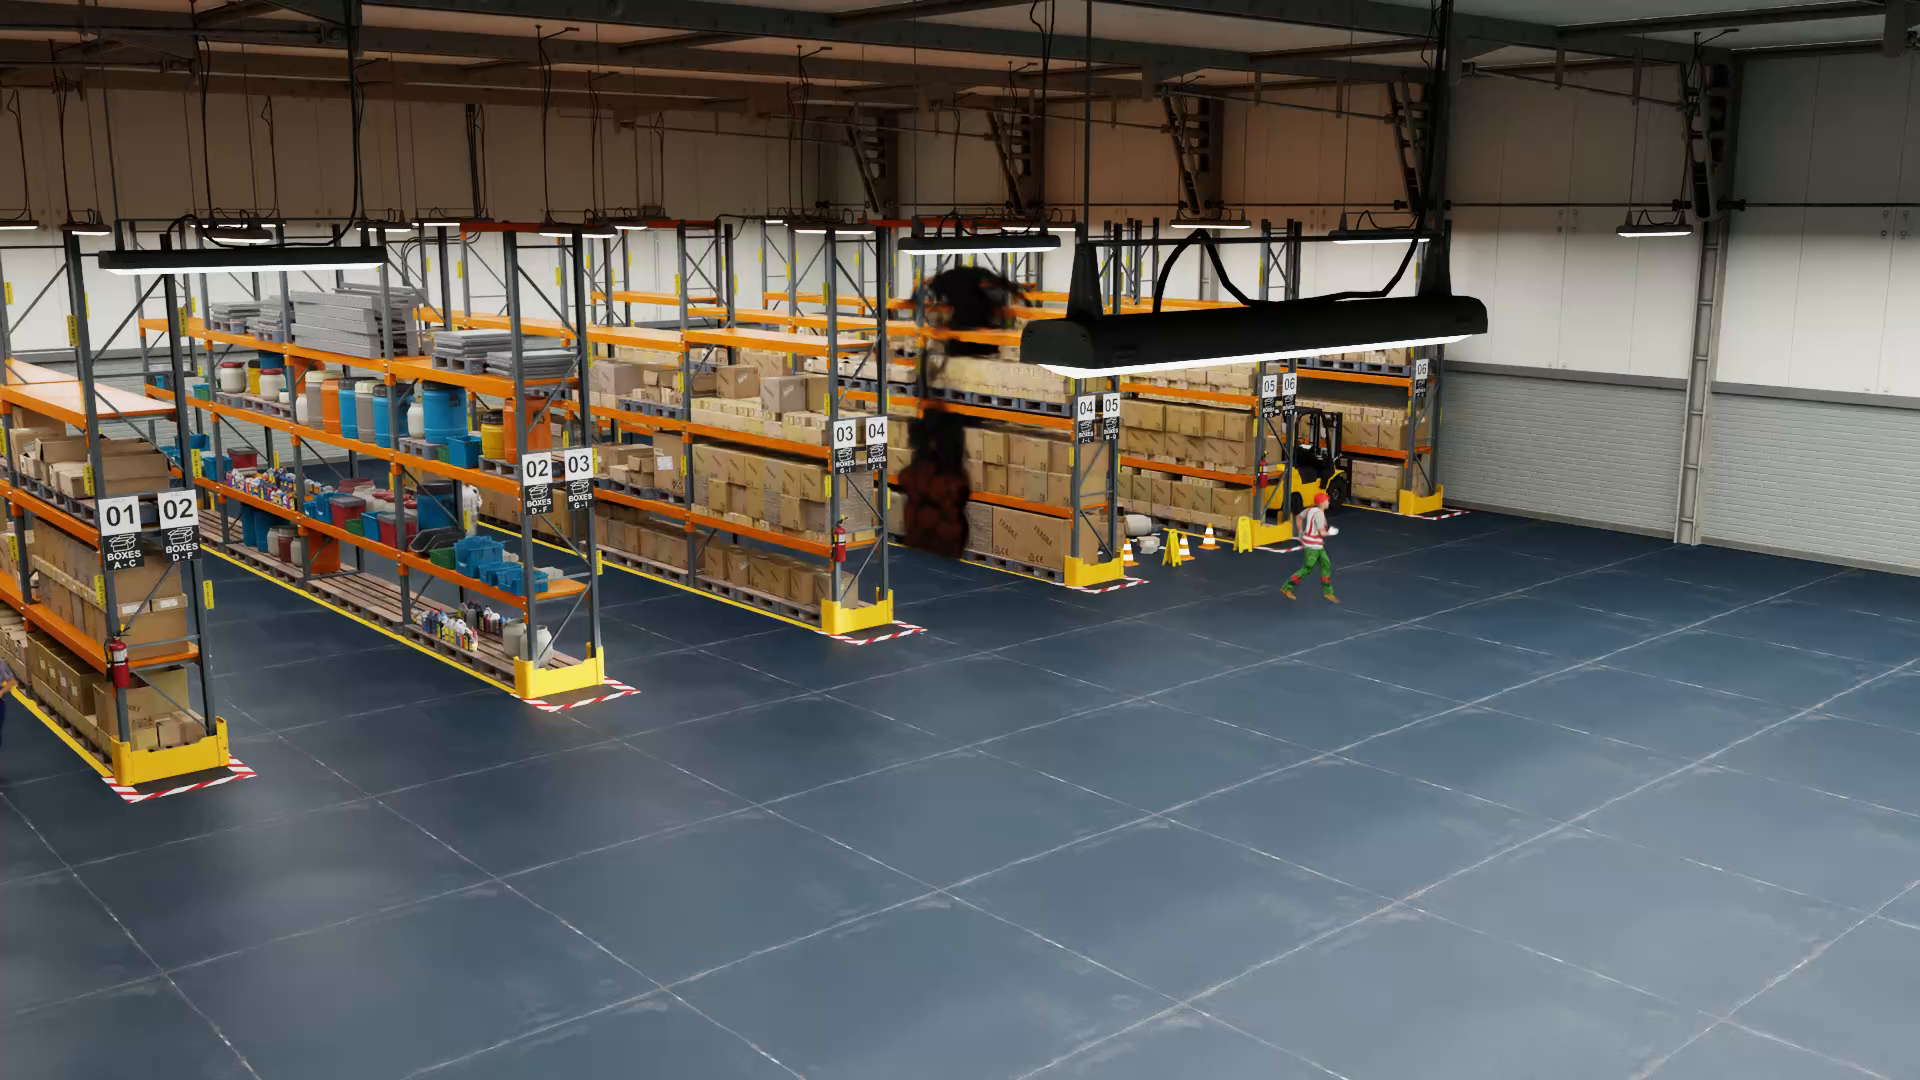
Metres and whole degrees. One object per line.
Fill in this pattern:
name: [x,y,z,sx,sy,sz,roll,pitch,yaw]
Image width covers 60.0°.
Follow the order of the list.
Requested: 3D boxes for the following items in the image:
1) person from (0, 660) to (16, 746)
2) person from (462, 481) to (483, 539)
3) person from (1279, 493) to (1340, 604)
person: [-10.760,1.900,18.372,0.665,1.629,0.609,-11,16,-43]
person: [-8.748,-0.403,29.599,0.674,1.706,0.579,8,14,35]
person: [5.642,0.139,26.674,0.983,1.817,0.692,0,11,0]
